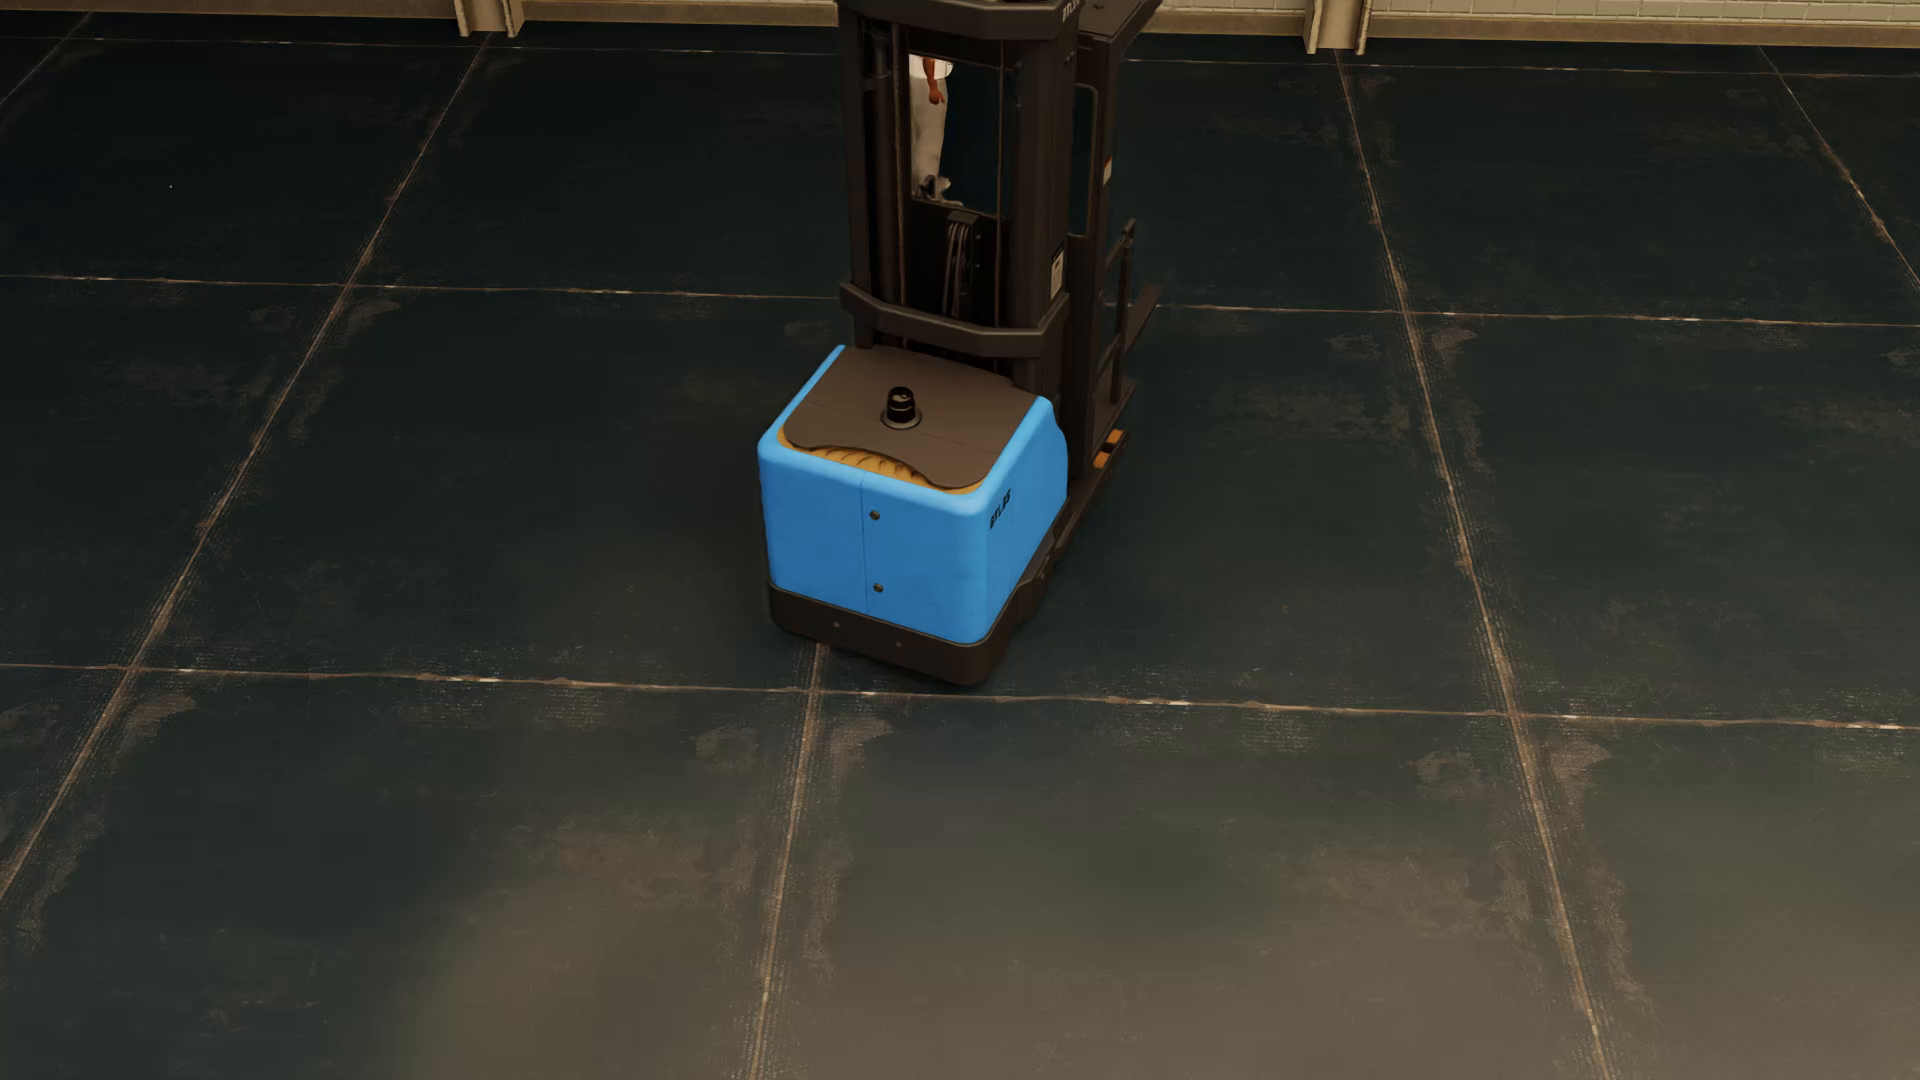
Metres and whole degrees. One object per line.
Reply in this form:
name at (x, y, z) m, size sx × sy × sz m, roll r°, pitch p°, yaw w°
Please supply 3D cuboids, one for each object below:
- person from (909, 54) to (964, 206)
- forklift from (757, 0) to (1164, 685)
person at (-0.184, -2.719, 9.647) m, size 0.351 × 1.690 × 0.448 m, roll -9°, pitch 43°, yaw -10°
forklift at (0.199, -1.461, 7.343) m, size 1.130 × 2.935 × 3.031 m, roll 16°, pitch 45°, yaw 17°
